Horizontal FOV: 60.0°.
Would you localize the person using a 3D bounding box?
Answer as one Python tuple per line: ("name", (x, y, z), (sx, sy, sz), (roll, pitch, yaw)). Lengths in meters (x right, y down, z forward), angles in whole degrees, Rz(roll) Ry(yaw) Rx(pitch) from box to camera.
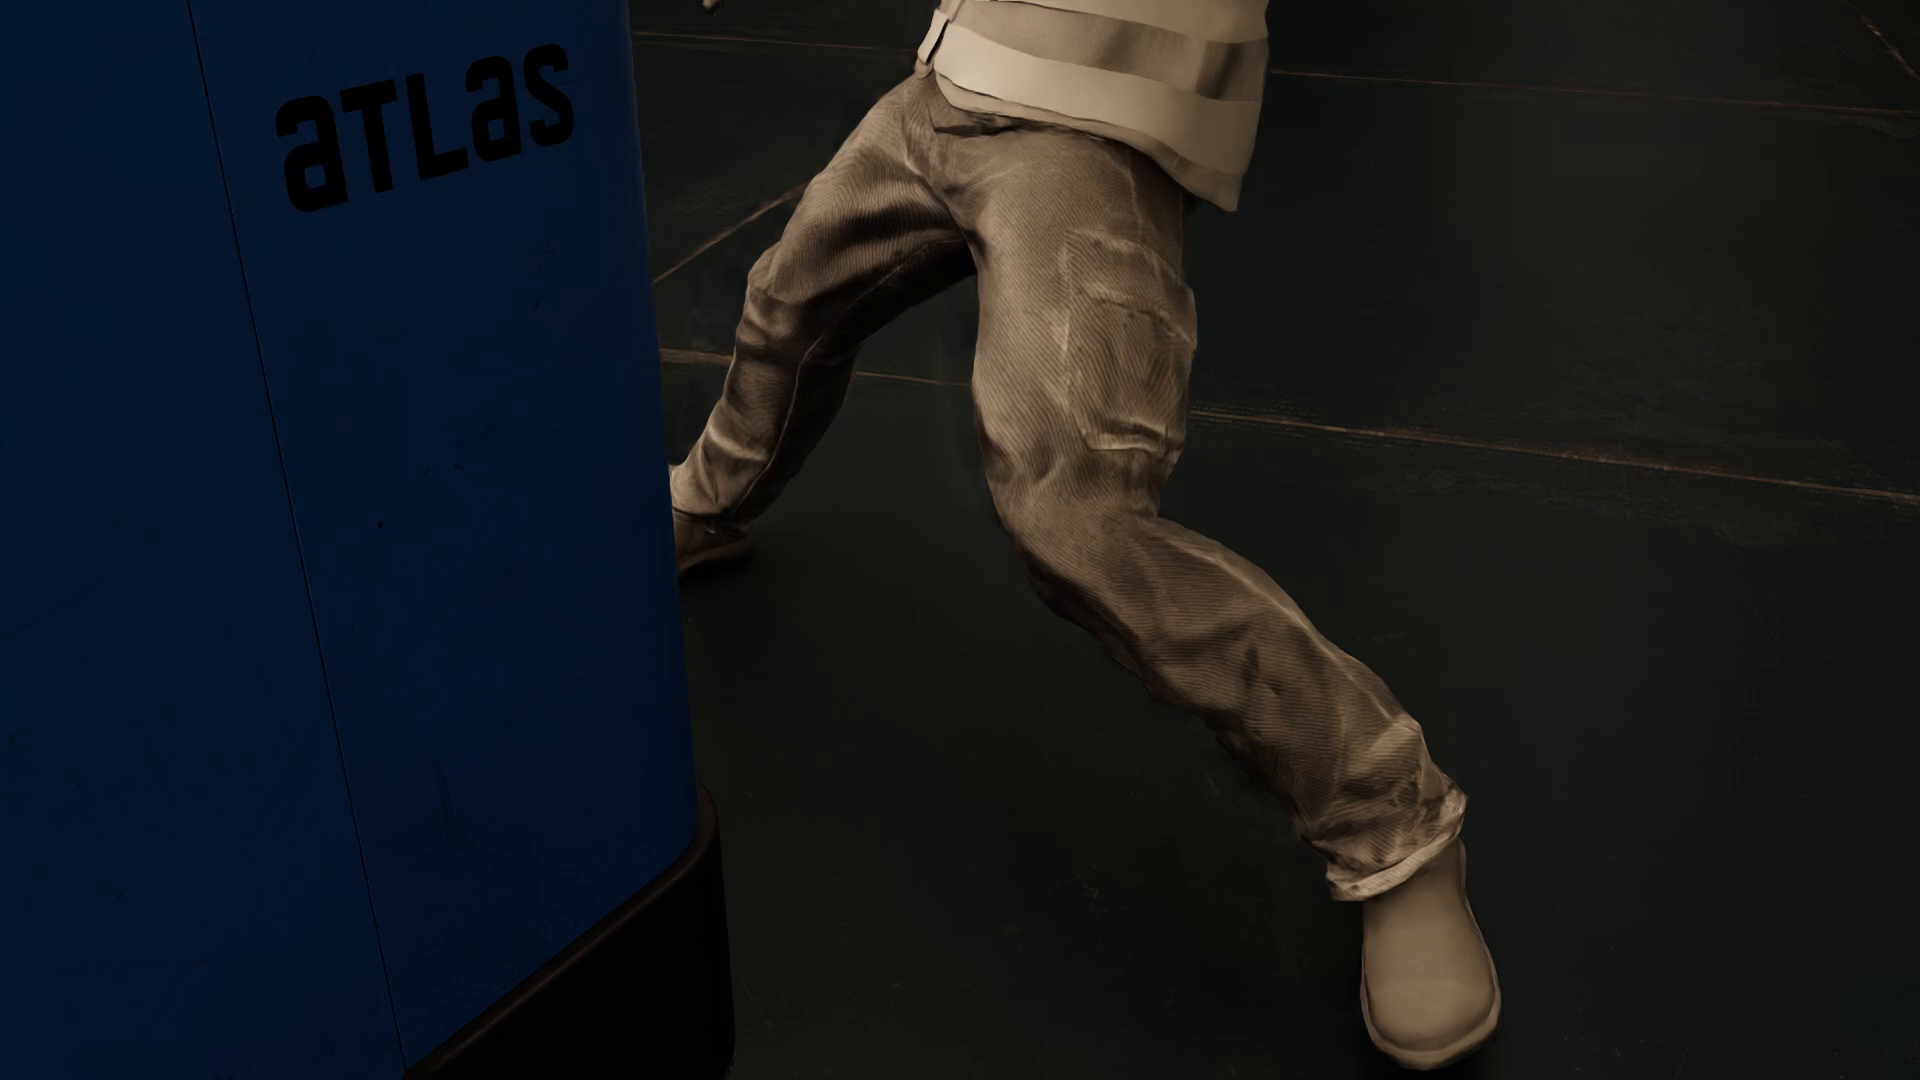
("person", (-0.017, -0.438, 1.632), (0.840, 1.564, 1.331), (-7, 28, -14))
